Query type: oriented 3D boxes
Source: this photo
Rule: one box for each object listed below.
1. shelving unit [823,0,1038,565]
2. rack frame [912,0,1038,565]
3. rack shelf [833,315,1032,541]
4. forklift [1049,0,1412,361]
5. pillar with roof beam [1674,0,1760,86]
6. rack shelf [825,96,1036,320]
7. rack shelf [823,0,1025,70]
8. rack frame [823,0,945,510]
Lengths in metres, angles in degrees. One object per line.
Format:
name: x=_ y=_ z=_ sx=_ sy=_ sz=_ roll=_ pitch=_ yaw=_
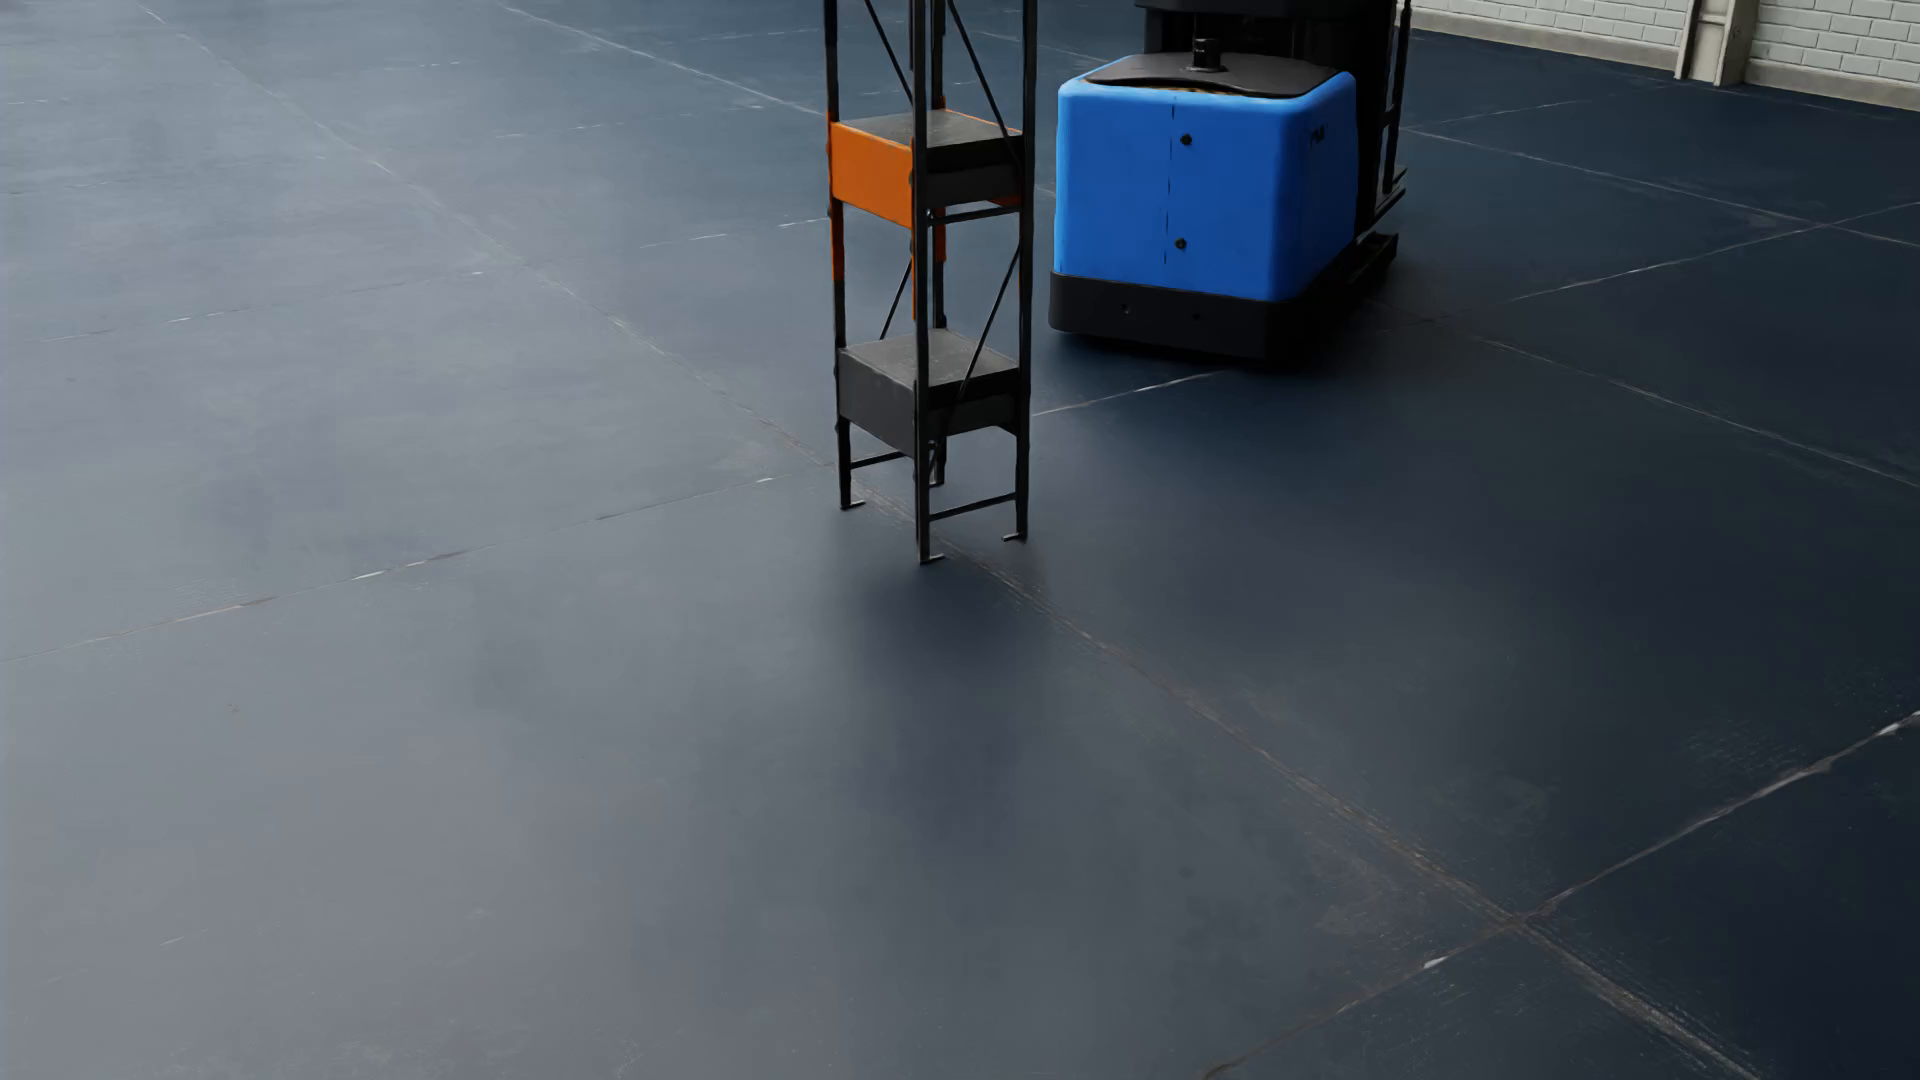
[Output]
shelving unit: x=-0.090 y=-1.009 z=4.927 sx=0.431 sy=2.100 sz=0.503 roll=-16 pitch=29 yaw=-30
rack frame: x=0.043 y=-0.921 z=4.742 sx=0.400 sy=2.100 sz=0.015 roll=-16 pitch=29 yaw=-30
rack shelf: x=-0.090 y=-0.363 z=5.232 sx=0.431 sy=0.518 sz=0.480 roll=-16 pitch=29 yaw=-30
forklift: x=1.465 y=-2.634 z=7.396 sx=1.130 sy=2.935 sz=3.031 roll=12 pitch=28 yaw=23
pillar with roof beam: x=2.103 y=-6.575 z=8.636 sx=9.100 sy=9.000 sz=0.400 roll=-16 pitch=29 yaw=-30
rack shelf: x=-0.090 y=-0.996 z=4.933 sx=0.431 sy=0.518 sz=0.480 roll=-16 pitch=29 yaw=-30
rack shelf: x=-0.090 y=-1.629 z=4.634 sx=0.431 sy=0.518 sz=0.480 roll=-16 pitch=29 yaw=-30
rack frame: x=-0.224 y=-1.096 z=5.112 sx=0.400 sy=2.100 sz=0.015 roll=-16 pitch=29 yaw=-30
